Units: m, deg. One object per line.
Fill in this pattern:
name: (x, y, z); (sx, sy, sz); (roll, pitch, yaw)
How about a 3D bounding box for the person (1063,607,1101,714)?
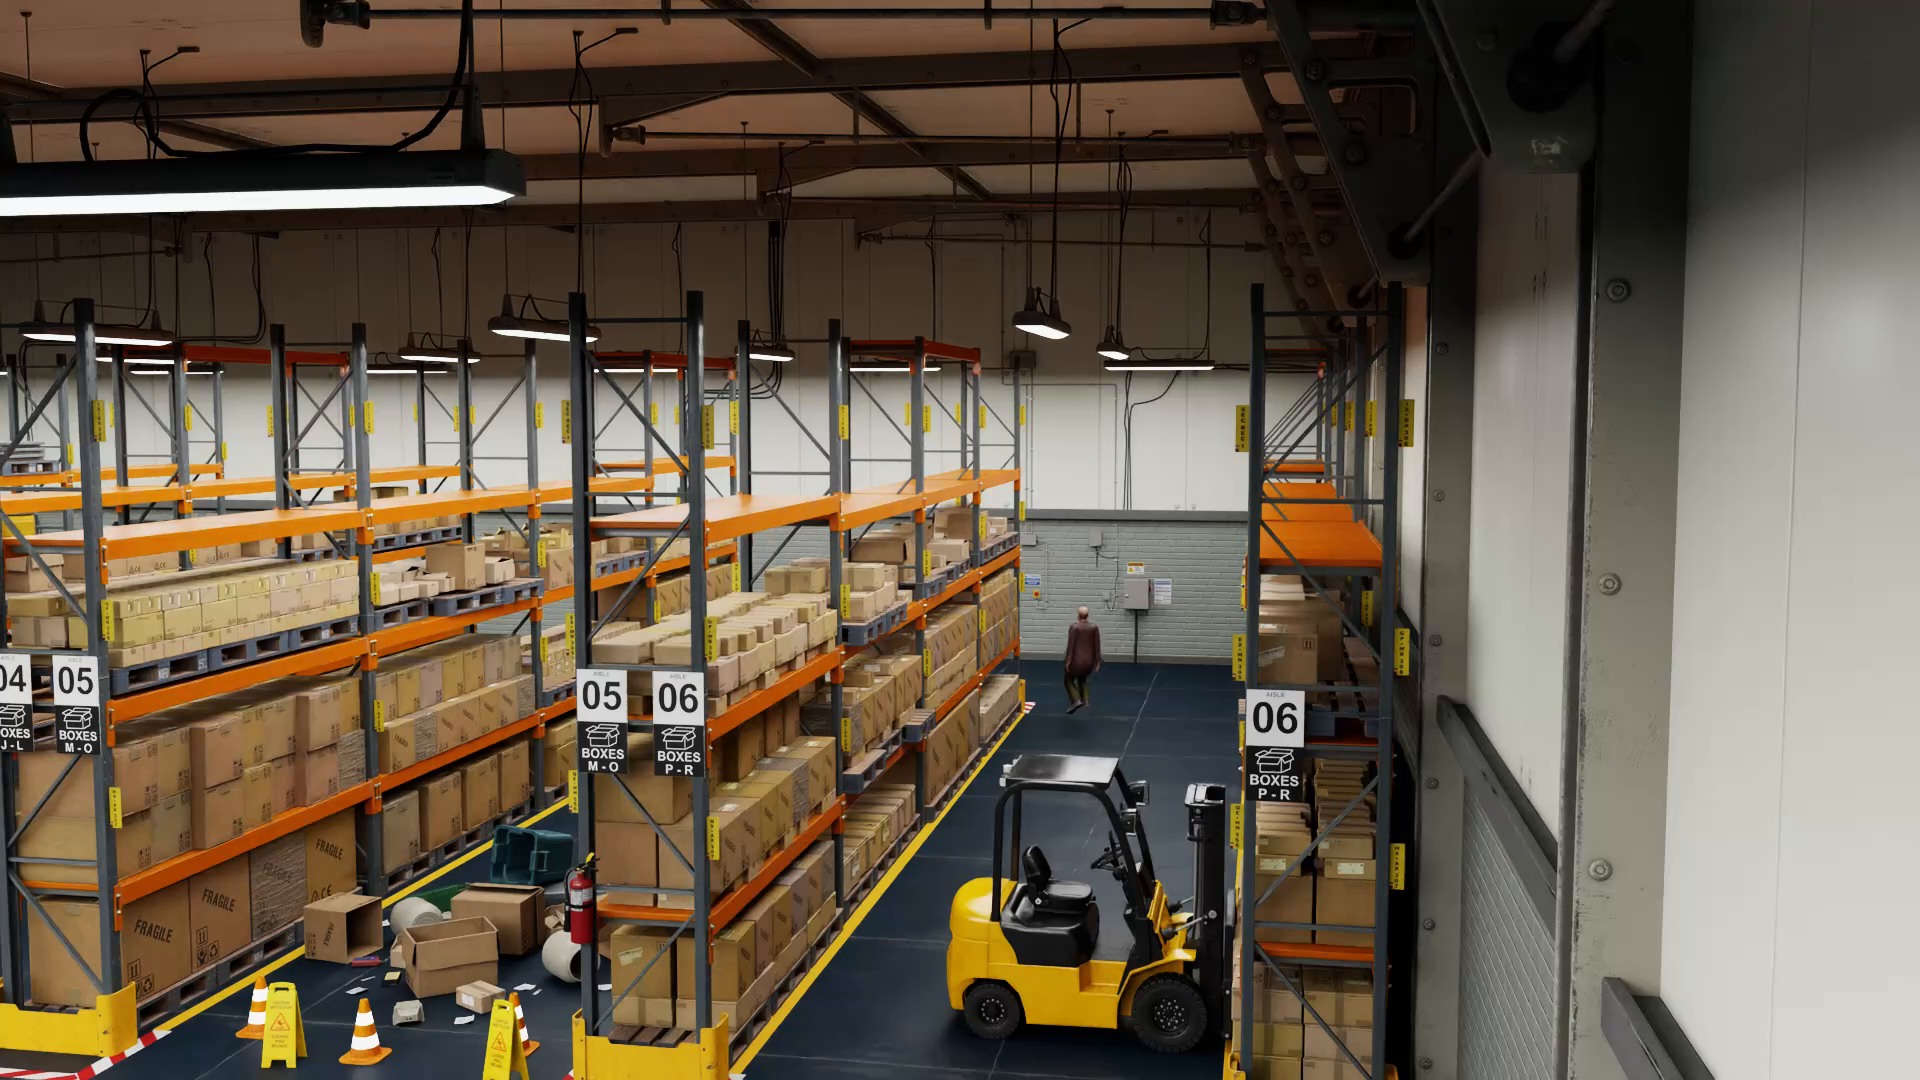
person: (1.991, 1.953, 27.016); (0.638, 1.747, 0.575); (-1, 5, -18)
